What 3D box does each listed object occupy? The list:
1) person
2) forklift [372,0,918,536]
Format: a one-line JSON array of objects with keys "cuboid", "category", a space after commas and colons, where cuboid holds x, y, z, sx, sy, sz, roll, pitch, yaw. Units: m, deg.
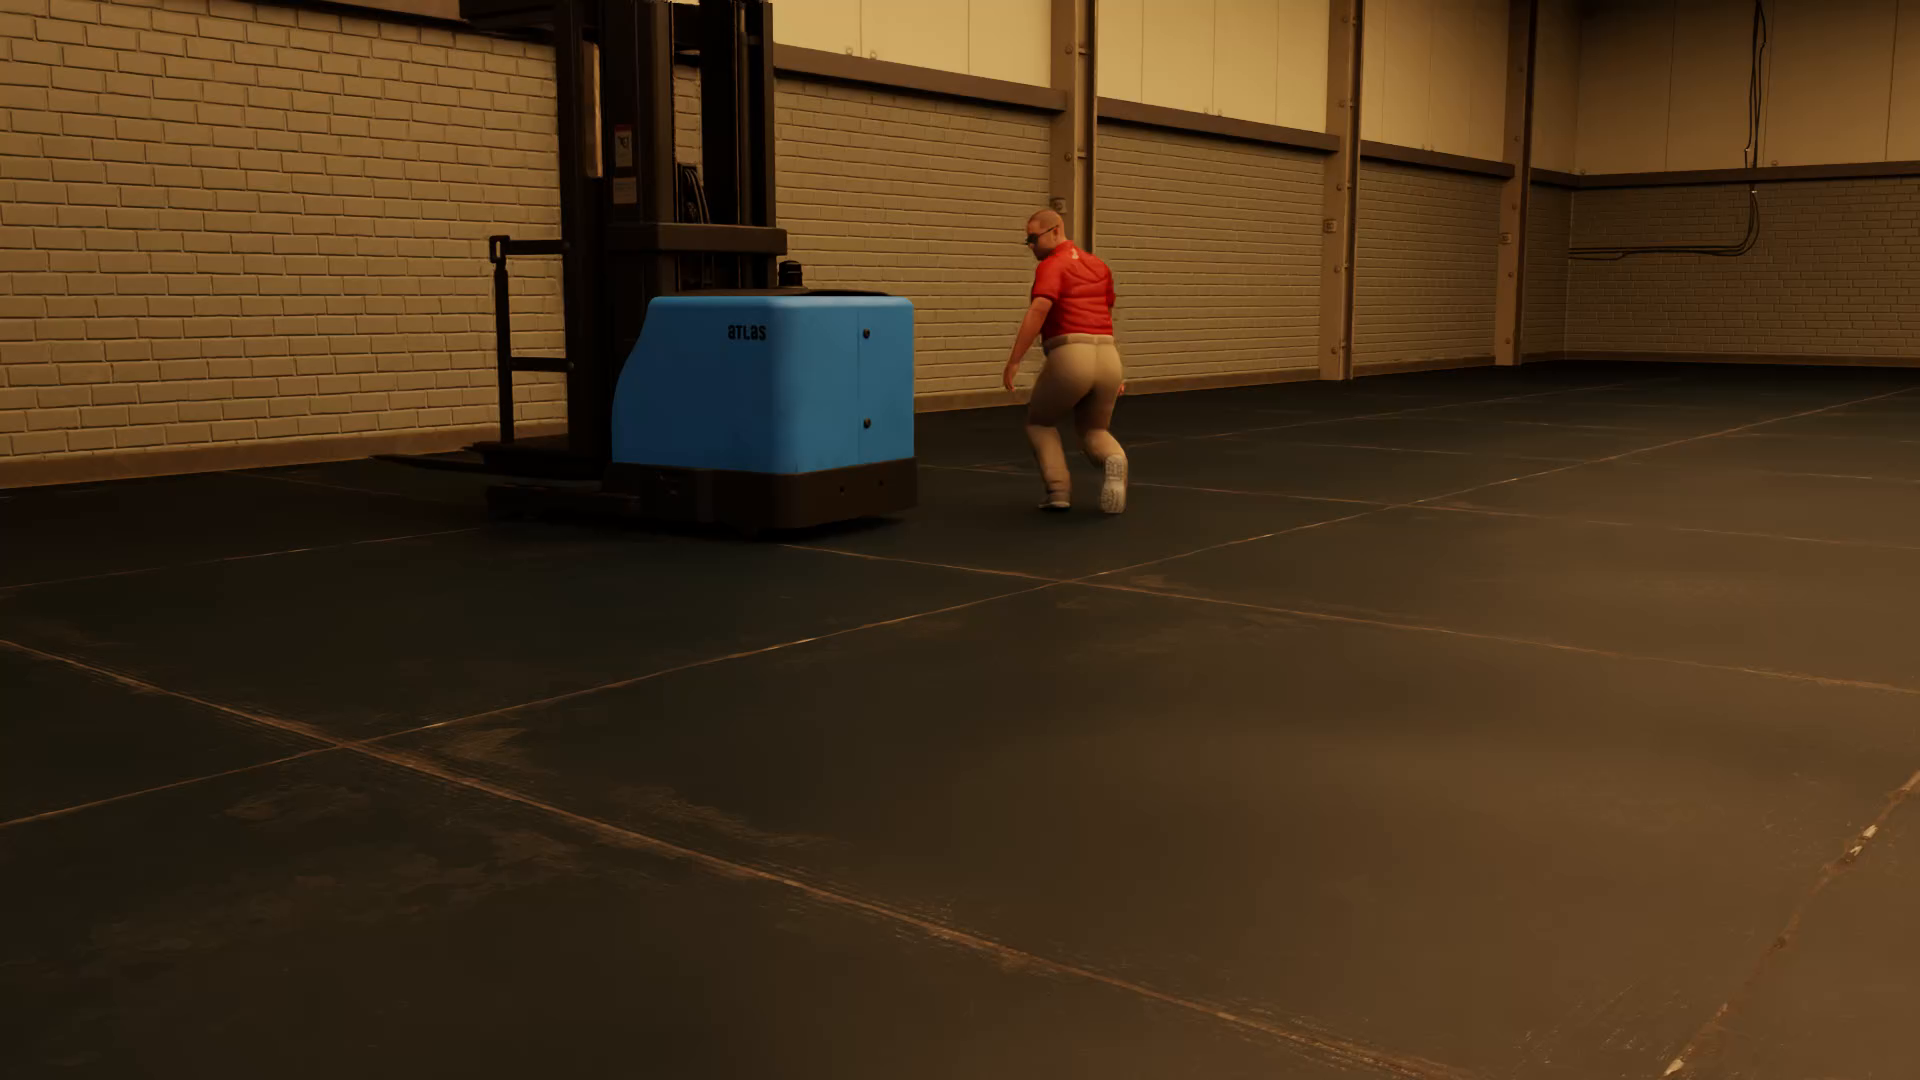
[{"cuboid": [0.602, -0.894, 8.381, 0.831, 1.528, 0.648, -5, 10, -31], "category": "person"}, {"cuboid": [-1.720, -1.603, 8.238, 3.031, 2.935, 1.130, 5, 10, 33], "category": "forklift"}]
